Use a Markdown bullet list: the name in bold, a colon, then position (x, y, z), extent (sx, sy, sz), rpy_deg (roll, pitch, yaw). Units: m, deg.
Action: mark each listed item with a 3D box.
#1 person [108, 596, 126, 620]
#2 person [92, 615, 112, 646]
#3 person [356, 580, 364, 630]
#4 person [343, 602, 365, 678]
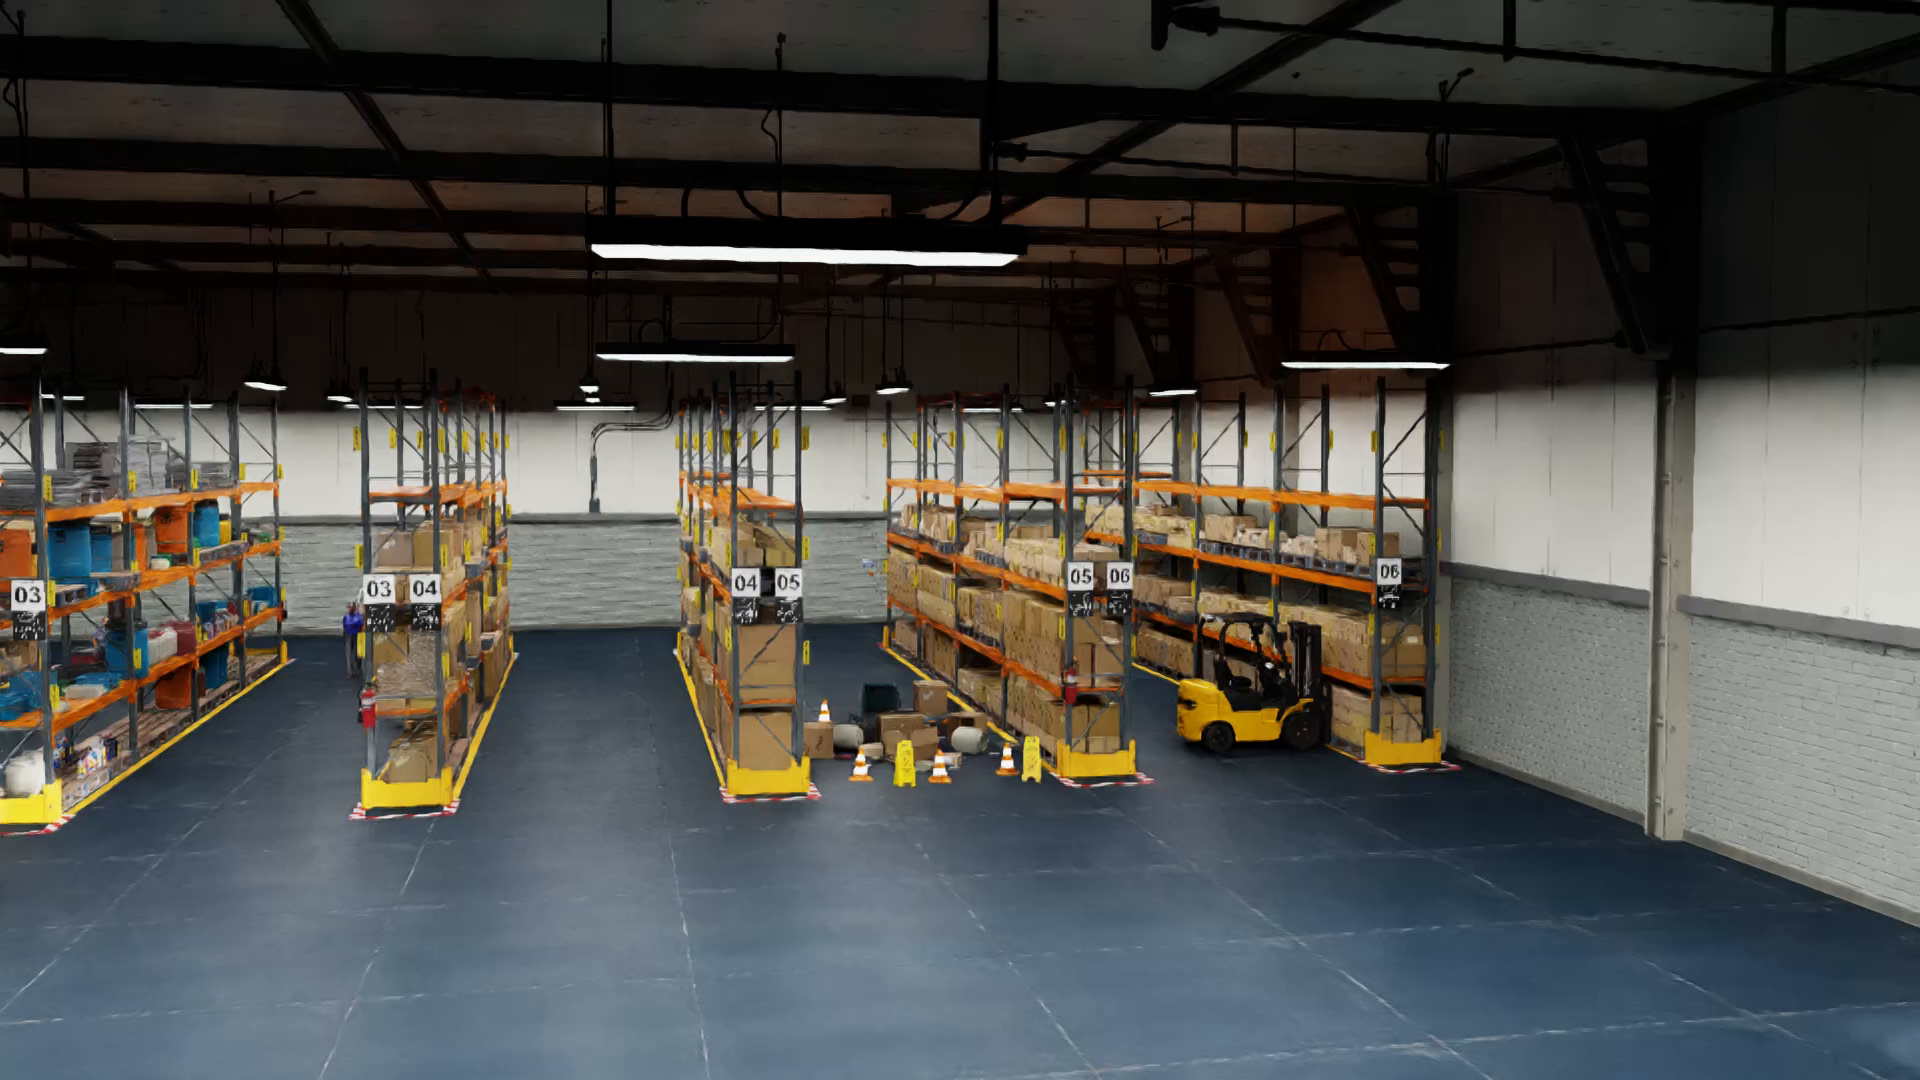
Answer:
- **person**: position (-20.010, 1.781, 39.587), extent (0.603, 1.724, 1.111), rpy_deg (-1, 3, -13)
- **person**: position (-16.825, 2.255, 32.900), extent (0.625, 1.596, 0.517), rpy_deg (-1, 3, -14)
- **person**: position (-14.965, 1.732, 41.704), extent (0.499, 1.588, 0.476), rpy_deg (3, 4, 40)
- **person**: position (-12.853, 2.097, 35.291), extent (0.459, 1.596, 0.990), rpy_deg (-1, 3, -13)
